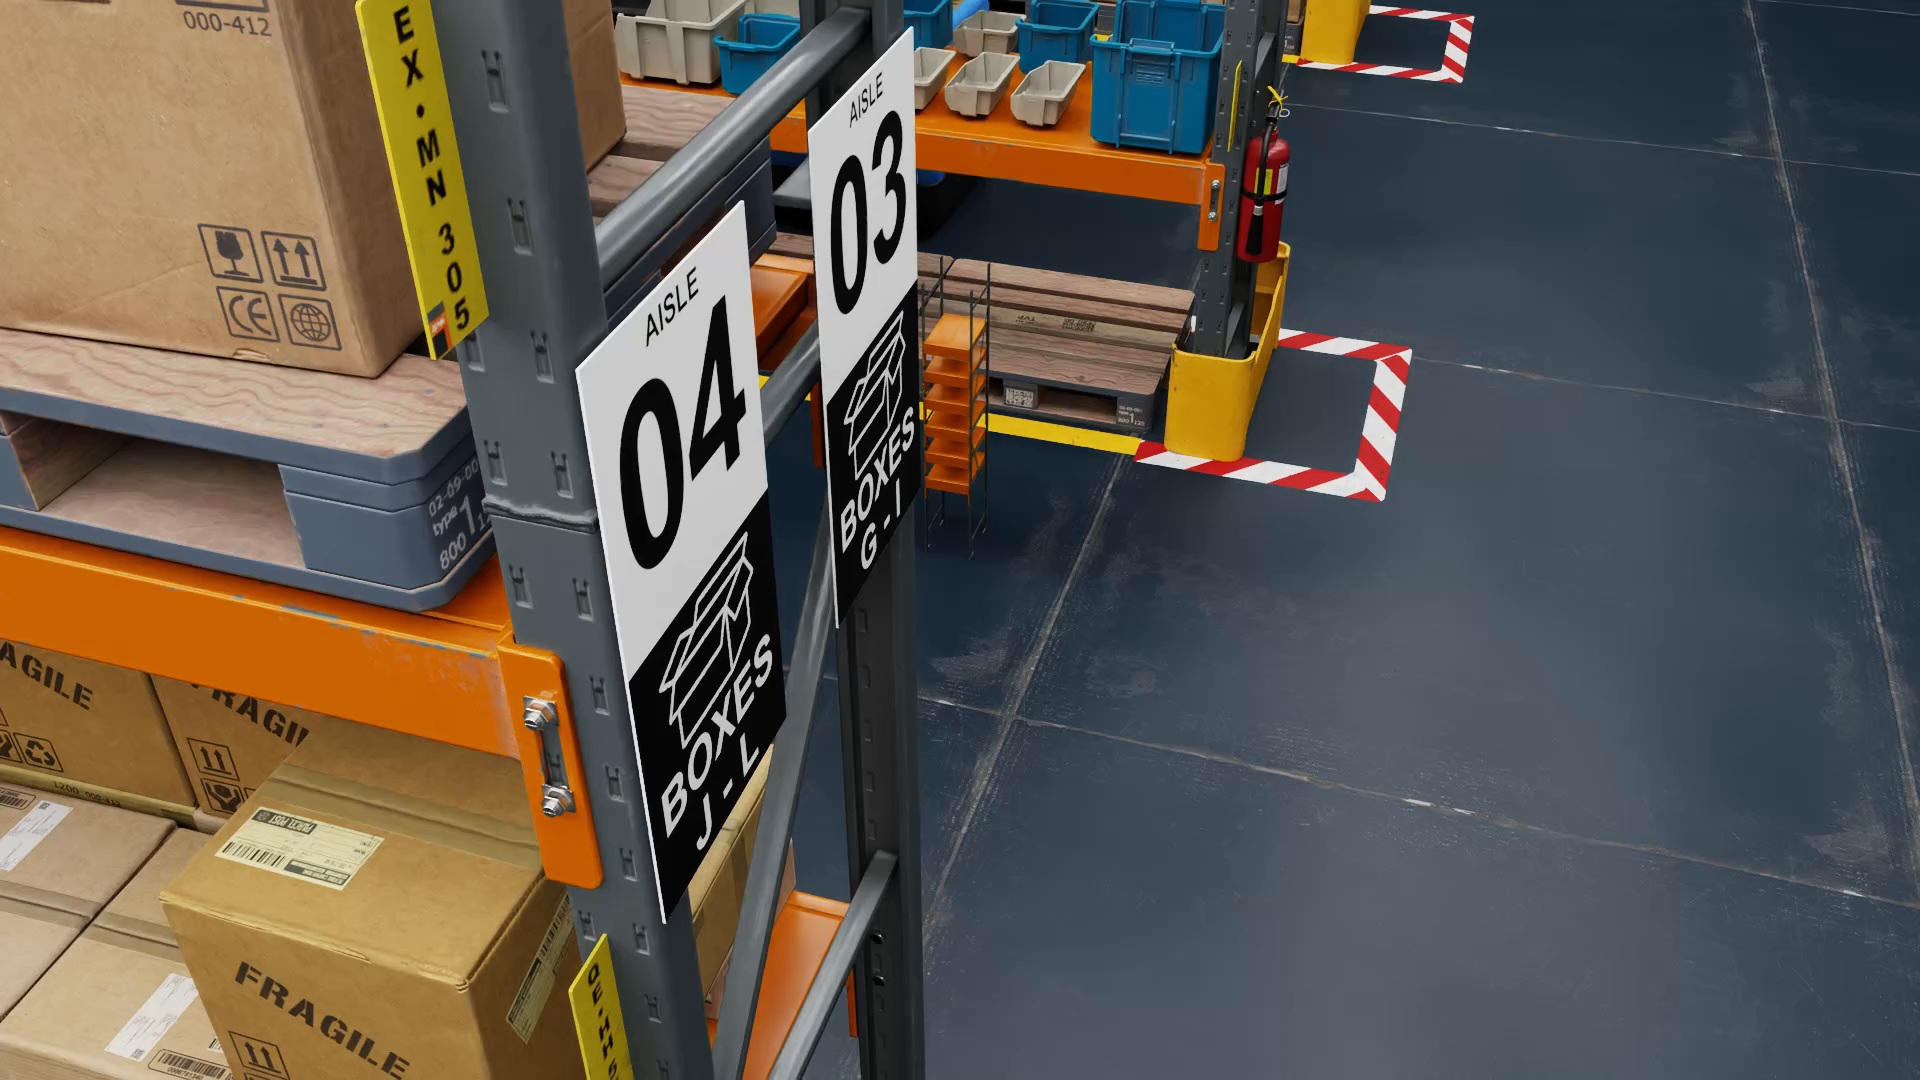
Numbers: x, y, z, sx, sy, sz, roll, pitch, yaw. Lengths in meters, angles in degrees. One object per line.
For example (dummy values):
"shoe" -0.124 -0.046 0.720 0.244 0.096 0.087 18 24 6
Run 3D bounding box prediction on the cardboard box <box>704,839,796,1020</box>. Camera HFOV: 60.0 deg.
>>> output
"cardboard box" -0.525 0.760 3.398 0.250 0.149 0.380 11 38 14

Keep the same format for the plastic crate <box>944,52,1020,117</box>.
"plastic crate" 0.087 -1.913 6.990 0.243 0.136 0.396 10 38 14

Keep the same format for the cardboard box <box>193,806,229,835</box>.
"cardboard box" -1.161 0.523 3.384 0.500 0.250 0.500 10 38 13

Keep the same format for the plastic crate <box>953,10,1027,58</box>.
"plastic crate" 0.126 -2.265 7.469 0.298 0.136 0.250 10 38 14

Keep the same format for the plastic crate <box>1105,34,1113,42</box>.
"plastic crate" 0.773 -2.145 7.306 0.298 0.136 0.250 10 38 14

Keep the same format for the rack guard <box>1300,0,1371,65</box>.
"rack guard" 2.600 -3.703 11.359 0.348 0.500 1.175 10 38 14

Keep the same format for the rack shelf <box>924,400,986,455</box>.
"rack shelf" -0.014 -0.450 6.424 0.180 0.103 0.258 10 38 14

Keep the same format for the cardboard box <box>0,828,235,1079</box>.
"cardboard box" -1.310 0.824 2.976 0.500 0.250 0.500 10 37 13

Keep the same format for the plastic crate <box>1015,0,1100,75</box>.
"plastic crate" 0.426 -2.197 7.295 0.300 0.233 0.416 10 38 14

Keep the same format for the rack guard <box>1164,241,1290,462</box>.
"rack guard" 1.219 -0.890 7.538 0.348 0.500 1.175 10 38 14

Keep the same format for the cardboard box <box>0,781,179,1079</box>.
"cardboard box" -1.796 0.734 3.098 0.500 0.250 0.500 9 37 12

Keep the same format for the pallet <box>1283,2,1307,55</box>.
"pallet" 1.839 -3.726 11.635 1.213 0.211 1.003 10 38 14

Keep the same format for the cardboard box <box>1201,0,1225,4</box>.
"cardboard box" 1.721 -3.811 11.417 0.250 0.166 0.380 10 38 14

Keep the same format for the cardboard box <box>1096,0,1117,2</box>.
"cardboard box" 1.182 -3.907 11.477 0.500 0.250 0.500 10 38 14

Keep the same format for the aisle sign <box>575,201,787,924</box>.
"aisle sign" -0.305 0.044 1.967 0.004 0.787 0.394 10 38 14

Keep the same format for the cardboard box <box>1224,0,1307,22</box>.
"cardboard box" 2.080 -3.823 11.151 0.500 0.500 0.500 10 38 14

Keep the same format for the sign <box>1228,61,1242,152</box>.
"sign" 1.044 -1.645 6.317 0.005 0.325 0.100 10 38 14

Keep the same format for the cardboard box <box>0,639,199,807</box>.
"cardboard box" -1.636 0.133 3.282 0.500 0.500 0.500 10 37 13

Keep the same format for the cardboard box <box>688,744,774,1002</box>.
"cardboard box" -0.662 0.612 3.264 0.500 0.250 0.500 10 37 13

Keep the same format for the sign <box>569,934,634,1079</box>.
"sign" -0.460 0.651 2.158 0.005 0.325 0.100 10 38 14

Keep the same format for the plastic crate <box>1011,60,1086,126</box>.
"plastic crate" 0.360 -1.853 6.910 0.243 0.136 0.396 10 38 14

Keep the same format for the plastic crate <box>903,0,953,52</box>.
"plastic crate" -0.202 -2.313 7.453 0.300 0.233 0.416 10 38 14

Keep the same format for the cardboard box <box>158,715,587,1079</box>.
"cardboard box" -0.828 0.610 2.634 0.500 0.500 0.500 11 38 14

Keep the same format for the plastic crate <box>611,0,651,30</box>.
"plastic crate" -1.477 -2.468 7.755 0.590 0.125 0.437 10 38 14

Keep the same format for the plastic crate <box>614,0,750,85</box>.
"plastic crate" -1.223 -2.203 7.262 0.530 0.282 0.437 10 38 14

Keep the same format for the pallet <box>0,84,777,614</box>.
"pallet" -0.996 -0.389 2.292 1.213 0.211 1.003 10 38 14

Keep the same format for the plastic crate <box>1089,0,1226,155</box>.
"plastic crate" 0.817 -1.886 6.701 0.499 0.435 0.616 10 38 14

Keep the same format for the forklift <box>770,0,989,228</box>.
"forklift" -1.401 -3.351 8.831 3.031 2.935 1.130 11 38 15

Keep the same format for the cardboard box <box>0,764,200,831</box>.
"cardboard box" -1.639 0.433 3.507 0.500 0.250 0.500 9 37 12

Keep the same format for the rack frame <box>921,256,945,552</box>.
"rack frame" -0.101 -0.502 6.420 0.006 1.200 0.240 10 38 14

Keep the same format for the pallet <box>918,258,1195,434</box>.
"pallet" 0.417 -0.939 7.847 1.213 0.211 1.003 10 38 14

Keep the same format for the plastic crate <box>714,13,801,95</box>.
"plastic crate" -0.845 -2.069 7.121 0.300 0.233 0.416 10 38 14

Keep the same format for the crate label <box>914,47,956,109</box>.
"crate label" -0.186 -1.948 7.038 0.243 0.136 0.396 10 38 14

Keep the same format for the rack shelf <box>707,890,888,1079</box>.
"rack shelf" -2.194 0.845 3.679 4.000 0.370 1.077 10 38 14

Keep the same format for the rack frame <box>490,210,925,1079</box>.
"rack frame" -0.285 0.909 2.985 0.127 3.000 1.000 10 38 14

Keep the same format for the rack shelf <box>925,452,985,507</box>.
"rack shelf" -0.014 -0.257 6.566 0.180 0.103 0.258 10 38 14

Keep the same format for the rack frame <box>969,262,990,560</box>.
"rack frame" 0.074 -0.470 6.376 0.006 1.200 0.240 10 38 14

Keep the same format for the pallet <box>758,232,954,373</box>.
"pallet" -0.744 -1.155 8.141 1.213 0.211 1.003 10 38 14

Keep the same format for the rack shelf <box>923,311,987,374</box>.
"rack shelf" -0.014 -0.740 6.211 0.180 0.103 0.258 10 38 14

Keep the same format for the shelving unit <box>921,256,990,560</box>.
"shelving unit" -0.014 -0.486 6.398 0.189 1.200 0.258 10 38 14

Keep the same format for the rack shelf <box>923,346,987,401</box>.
"rack shelf" -0.014 -0.643 6.282 0.180 0.103 0.258 10 38 14

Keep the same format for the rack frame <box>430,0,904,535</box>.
"rack frame" -0.285 -1.508 1.207 0.127 3.000 1.000 10 38 14

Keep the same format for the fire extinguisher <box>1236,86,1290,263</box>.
"fire extinguisher" 1.201 -1.429 6.540 0.183 0.674 0.296 10 38 14

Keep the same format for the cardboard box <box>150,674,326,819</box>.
"cardboard box" -1.140 0.221 3.162 0.500 0.500 0.500 10 37 13

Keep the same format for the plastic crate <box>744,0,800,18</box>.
"plastic crate" -0.874 -2.381 7.626 0.466 0.136 0.293 10 38 14

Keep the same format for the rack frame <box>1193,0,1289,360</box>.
"rack frame" 1.192 -1.894 6.793 0.127 3.000 1.000 10 38 14

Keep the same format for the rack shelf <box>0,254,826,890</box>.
"rack shelf" -2.194 -0.363 2.789 4.000 0.370 1.077 10 38 14

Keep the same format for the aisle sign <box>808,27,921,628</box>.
"aisle sign" -0.127 -0.295 2.428 0.004 0.787 0.394 10 38 14

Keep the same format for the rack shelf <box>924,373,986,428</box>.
"rack shelf" -0.014 -0.547 6.353 0.180 0.103 0.258 10 38 14

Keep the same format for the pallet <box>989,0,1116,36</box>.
"pallet" 0.678 -3.943 11.930 1.213 0.211 1.003 10 38 14

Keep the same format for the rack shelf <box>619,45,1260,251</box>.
"rack shelf" -0.717 -1.958 7.486 4.000 0.370 1.077 10 38 14

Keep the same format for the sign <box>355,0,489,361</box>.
"sign" -0.460 -0.320 1.443 0.005 0.325 0.100 10 38 14

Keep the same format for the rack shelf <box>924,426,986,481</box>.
"rack shelf" -0.014 -0.353 6.495 0.180 0.103 0.258 10 38 14

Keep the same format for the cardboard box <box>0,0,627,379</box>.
"cardboard box" -0.797 -0.611 1.996 0.500 0.500 0.700 8 37 11
